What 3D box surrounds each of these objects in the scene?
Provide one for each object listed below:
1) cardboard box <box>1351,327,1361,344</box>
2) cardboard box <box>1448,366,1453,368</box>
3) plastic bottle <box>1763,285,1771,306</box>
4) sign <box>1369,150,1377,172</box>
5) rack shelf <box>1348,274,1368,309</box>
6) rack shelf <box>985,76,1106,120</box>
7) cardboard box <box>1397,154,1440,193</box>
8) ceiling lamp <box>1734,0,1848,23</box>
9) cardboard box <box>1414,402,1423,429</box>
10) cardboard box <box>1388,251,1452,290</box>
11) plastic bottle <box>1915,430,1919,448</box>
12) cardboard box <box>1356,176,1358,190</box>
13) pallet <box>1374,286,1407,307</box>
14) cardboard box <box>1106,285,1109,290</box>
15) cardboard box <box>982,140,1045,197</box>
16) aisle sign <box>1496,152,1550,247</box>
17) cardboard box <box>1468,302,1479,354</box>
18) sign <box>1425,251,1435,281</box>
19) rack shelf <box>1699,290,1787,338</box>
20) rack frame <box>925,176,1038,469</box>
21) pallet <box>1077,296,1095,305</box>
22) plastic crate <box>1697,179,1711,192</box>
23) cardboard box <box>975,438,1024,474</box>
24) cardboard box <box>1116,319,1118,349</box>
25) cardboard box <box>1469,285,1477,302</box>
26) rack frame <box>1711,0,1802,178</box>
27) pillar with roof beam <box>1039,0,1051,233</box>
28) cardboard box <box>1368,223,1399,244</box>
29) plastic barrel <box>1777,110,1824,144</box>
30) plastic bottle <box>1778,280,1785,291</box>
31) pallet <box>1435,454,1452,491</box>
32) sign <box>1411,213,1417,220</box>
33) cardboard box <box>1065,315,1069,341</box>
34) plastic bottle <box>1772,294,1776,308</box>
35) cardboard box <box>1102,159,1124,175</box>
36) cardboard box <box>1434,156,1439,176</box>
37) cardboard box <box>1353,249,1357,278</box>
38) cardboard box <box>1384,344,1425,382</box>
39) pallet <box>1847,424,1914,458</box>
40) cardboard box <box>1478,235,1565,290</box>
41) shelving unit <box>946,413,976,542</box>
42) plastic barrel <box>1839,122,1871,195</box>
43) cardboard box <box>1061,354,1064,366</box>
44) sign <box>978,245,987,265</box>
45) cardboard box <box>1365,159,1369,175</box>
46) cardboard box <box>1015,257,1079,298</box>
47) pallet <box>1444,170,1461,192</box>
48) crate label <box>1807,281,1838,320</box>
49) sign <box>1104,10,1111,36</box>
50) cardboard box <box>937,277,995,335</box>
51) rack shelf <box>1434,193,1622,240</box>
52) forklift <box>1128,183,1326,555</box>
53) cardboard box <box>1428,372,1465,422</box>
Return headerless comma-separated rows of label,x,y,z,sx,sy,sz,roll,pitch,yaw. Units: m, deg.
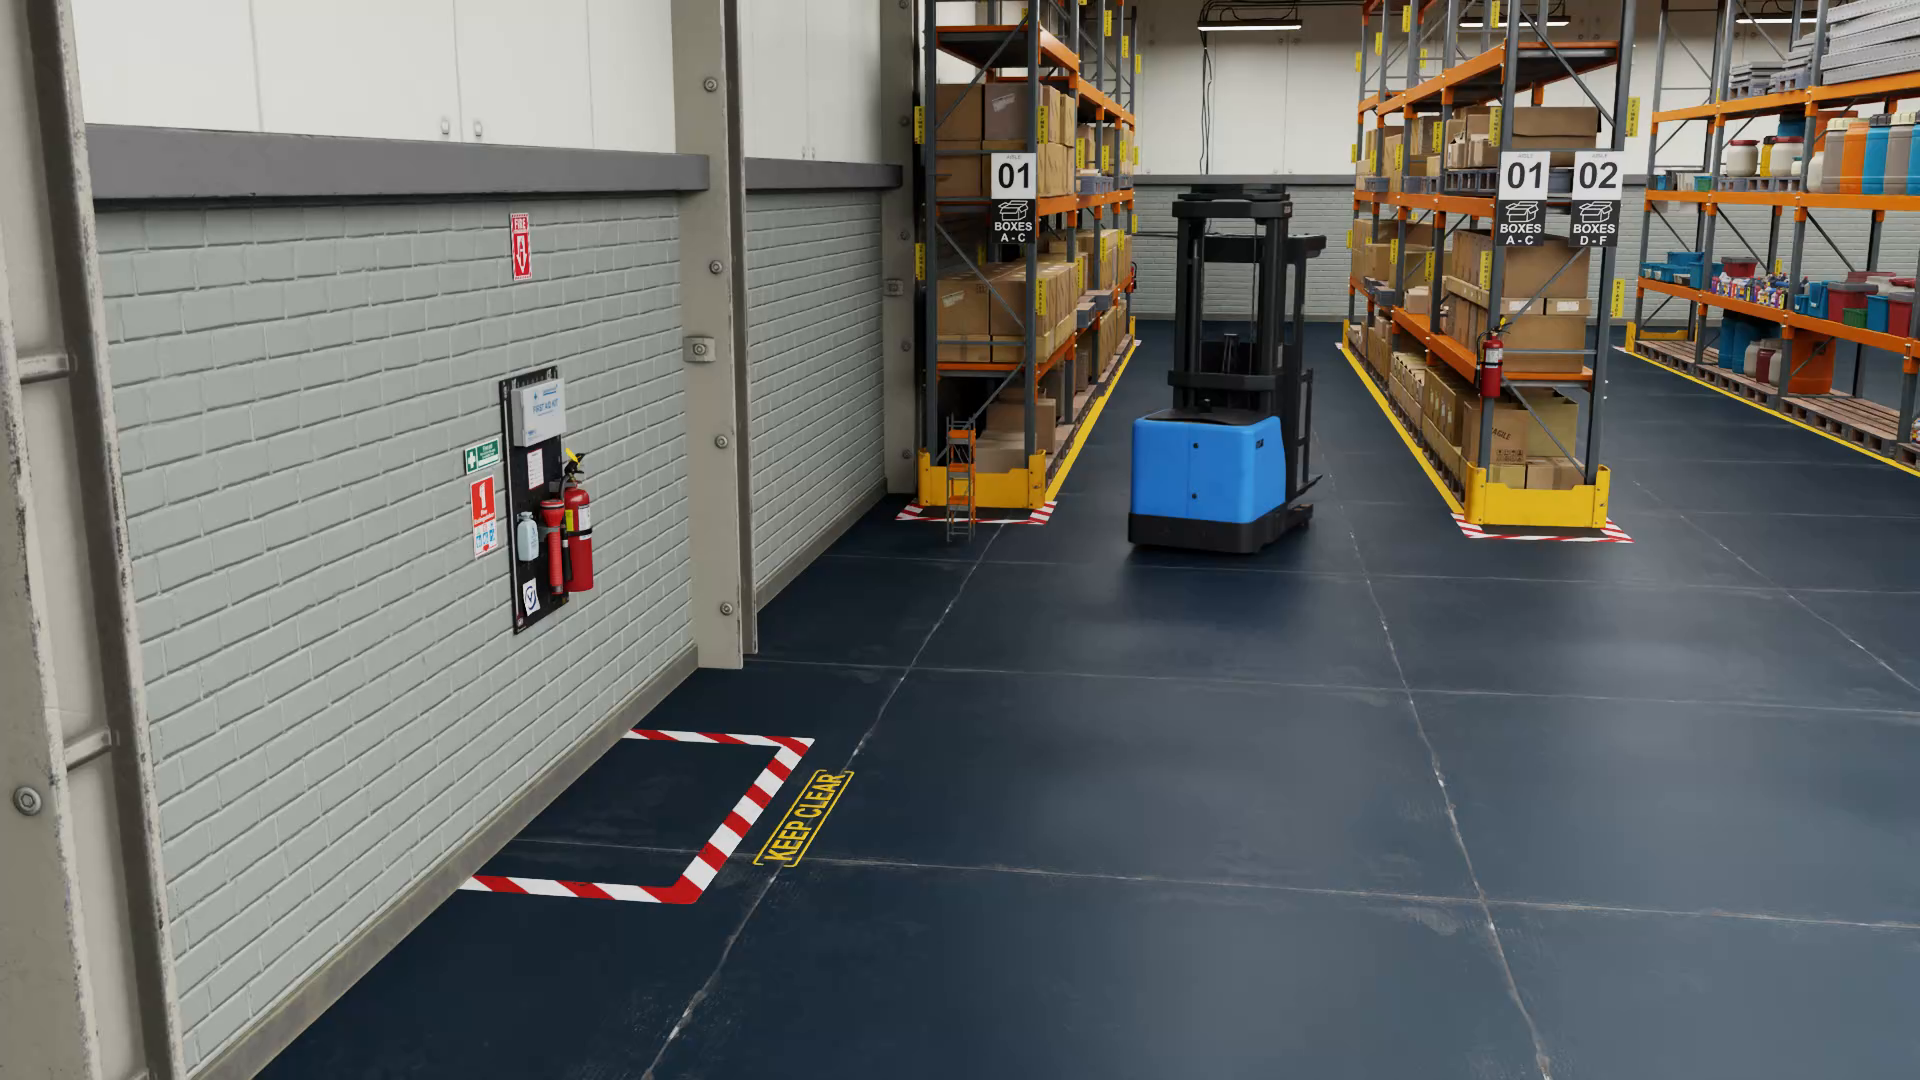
cardboard box,7.029,-3.519,28.685,0.500,0.250,0.500,2,12,9
cardboard box,6.246,-1.996,20.332,0.500,0.311,0.500,2,12,10
plastic bottle,10.982,-3.321,22.591,0.097,0.271,0.097,0,12,0
sign,6.394,-5.863,25.730,0.100,0.325,0.005,2,12,9
rack shelf,7.239,-4.192,28.034,1.077,0.370,4.000,2,12,9
rack shelf,1.113,-5.424,20.458,1.077,0.370,4.000,2,12,9
cardboard box,6.350,-4.902,22.263,0.910,0.500,0.500,2,12,9
ceiling lamp,15.341,-11.062,30.109,2.000,3.185,0.800,2,12,9
cardboard box,5.478,-1.419,18.989,0.500,0.250,0.500,2,12,8
cardboard box,6.301,-3.684,22.733,0.700,0.500,0.500,-2,12,-10
plastic bottle,10.097,-1.075,17.459,0.097,0.201,0.097,0,12,0
cardboard box,7.216,-6.255,29.132,0.500,0.250,0.500,2,12,9
pallet,6.351,-3.345,22.848,1.213,0.211,1.003,2,12,9
cardboard box,2.078,-3.883,25.442,0.380,0.149,0.250,2,12,9
cardboard box,0.489,-3.376,15.133,0.500,0.500,0.500,2,12,10
aisle sign,4.785,-2.896,14.142,0.394,0.787,0.004,2,12,9
cardboard box,5.405,-2.098,16.370,0.700,0.500,0.500,2,12,10
sign,5.163,-3.005,18.258,0.100,0.325,0.005,2,12,9
rack shelf,11.517,-3.198,23.422,1.077,0.370,4.000,2,12,9
rack frame,0.190,-1.789,15.176,1.000,3.000,0.127,2,12,9
pallet,1.157,-2.948,21.006,1.003,0.211,1.213,2,12,9
plastic crate,11.591,-5.427,25.439,0.450,0.188,0.662,2,12,9
cardboard box,0.386,-0.831,16.068,0.500,0.311,0.500,0,12,2
cardboard box,2.252,-3.423,27.694,0.700,0.500,0.500,2,12,9
cardboard box,5.192,-2.404,16.253,0.380,0.149,0.250,2,12,8
rack frame,11.825,-6.899,24.646,1.000,3.000,0.127,2,12,9
pillar with roof beam,5.543,-7.254,26.295,9.100,9.000,0.400,2,12,9
cardboard box,6.753,-4.779,26.438,0.500,0.500,0.500,2,12,9
plastic barrel,11.714,-5.523,23.193,0.600,0.901,0.708,2,12,9
plastic bottle,11.803,-3.602,23.893,0.097,0.271,0.097,0,12,0
pallet,5.352,-0.680,16.649,1.003,0.211,1.213,2,12,9
sign,8.092,-5.659,29.632,0.100,0.325,0.005,2,12,9
cardboard box,0.885,-2.241,17.583,0.500,0.250,0.500,2,12,8
plastic bottle,10.922,-3.206,22.222,0.097,0.201,0.097,0,12,0
cardboard box,2.403,-6.070,27.040,0.500,0.250,0.500,2,12,8
cardboard box,6.239,-4.687,20.863,0.500,0.250,0.500,2,12,10
cardboard box,7.143,-4.818,28.992,0.500,0.500,0.500,2,12,8
cardboard box,6.228,-2.490,23.318,0.500,0.500,0.500,2,12,11
pallet,10.677,-1.103,18.609,1.003,0.211,1.213,2,12,9
cardboard box,5.330,-2.635,15.784,0.700,0.500,0.500,2,12,9
shelving unit,0.008,-0.524,13.934,0.215,1.050,0.252,2,12,9
plastic barrel,10.768,-4.510,19.661,0.600,0.830,0.708,2,12,9
cardboard box,1.043,-2.336,20.821,0.500,0.250,0.500,2,12,7
sign,0.256,-3.205,18.998,0.100,0.325,0.005,2,12,9
cardboard box,6.897,-6.083,27.149,0.500,0.250,0.500,2,12,9
cardboard box,1.081,-3.245,20.649,0.700,0.500,0.500,4,13,16
pallet,5.595,-3.707,17.165,1.003,0.211,1.213,2,12,9
crate label,10.790,-2.953,20.492,0.502,0.435,0.616,2,12,9
sign,1.958,-6.867,22.093,0.100,0.325,0.005,2,12,9
cardboard box,0.053,-2.197,15.598,0.500,0.500,0.500,2,12,8
rack shelf,5.393,-3.161,16.127,1.077,0.370,4.000,2,12,9
forklift,2.479,-1.584,14.384,1.130,2.935,3.031,6,13,26
cardboard box,5.251,-1.499,17.580,0.500,0.500,0.500,2,12,9
